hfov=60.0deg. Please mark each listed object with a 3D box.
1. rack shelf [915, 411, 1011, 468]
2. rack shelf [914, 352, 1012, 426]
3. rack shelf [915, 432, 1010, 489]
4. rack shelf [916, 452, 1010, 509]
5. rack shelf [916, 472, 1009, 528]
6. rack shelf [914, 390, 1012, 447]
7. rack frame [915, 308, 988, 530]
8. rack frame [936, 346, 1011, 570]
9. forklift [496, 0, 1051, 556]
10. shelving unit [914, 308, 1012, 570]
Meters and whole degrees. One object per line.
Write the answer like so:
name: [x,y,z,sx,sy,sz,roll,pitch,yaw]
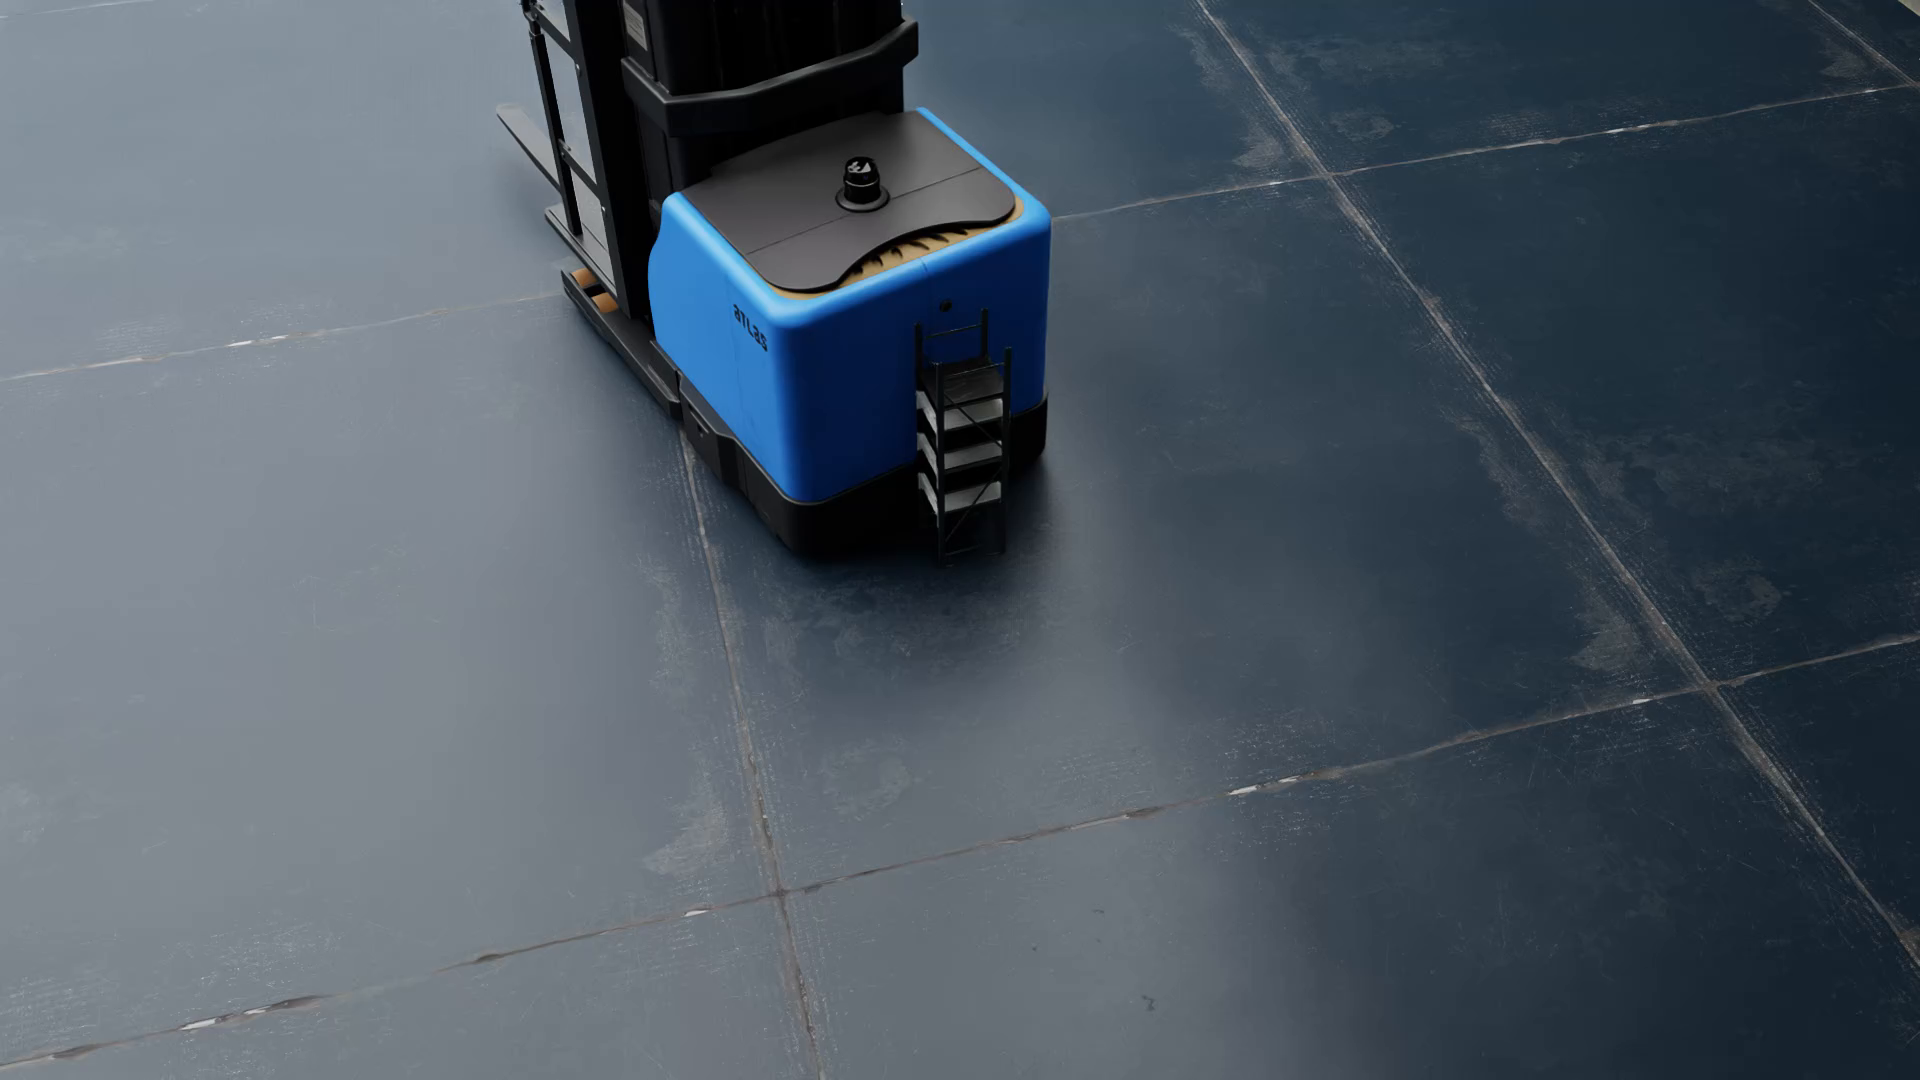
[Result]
rack shelf: [0.008,-0.353,5.386,0.258,0.077,0.200,-14,47,-14]
rack shelf: [0.008,-0.479,5.258,0.258,0.077,0.200,-14,47,-14]
rack shelf: [0.008,-0.290,5.450,0.258,0.077,0.200,-14,47,-14]
rack shelf: [0.008,-0.227,5.515,0.258,0.077,0.200,-14,47,-14]
rack shelf: [0.008,-0.164,5.579,0.258,0.077,0.200,-14,47,-14]
rack shelf: [0.008,-0.416,5.322,0.258,0.077,0.200,-14,47,-14]
rack frame: [-0.026,-0.381,5.494,0.240,0.900,0.006,-14,47,-14]
rack frame: [0.043,-0.245,5.360,0.240,0.900,0.006,-14,47,-14]
forklift: [-0.923,-2.000,5.658,1.130,2.935,3.031,-25,51,-23]
shelving unit: [0.008,-0.313,5.427,0.258,0.900,0.210,-14,47,-14]
